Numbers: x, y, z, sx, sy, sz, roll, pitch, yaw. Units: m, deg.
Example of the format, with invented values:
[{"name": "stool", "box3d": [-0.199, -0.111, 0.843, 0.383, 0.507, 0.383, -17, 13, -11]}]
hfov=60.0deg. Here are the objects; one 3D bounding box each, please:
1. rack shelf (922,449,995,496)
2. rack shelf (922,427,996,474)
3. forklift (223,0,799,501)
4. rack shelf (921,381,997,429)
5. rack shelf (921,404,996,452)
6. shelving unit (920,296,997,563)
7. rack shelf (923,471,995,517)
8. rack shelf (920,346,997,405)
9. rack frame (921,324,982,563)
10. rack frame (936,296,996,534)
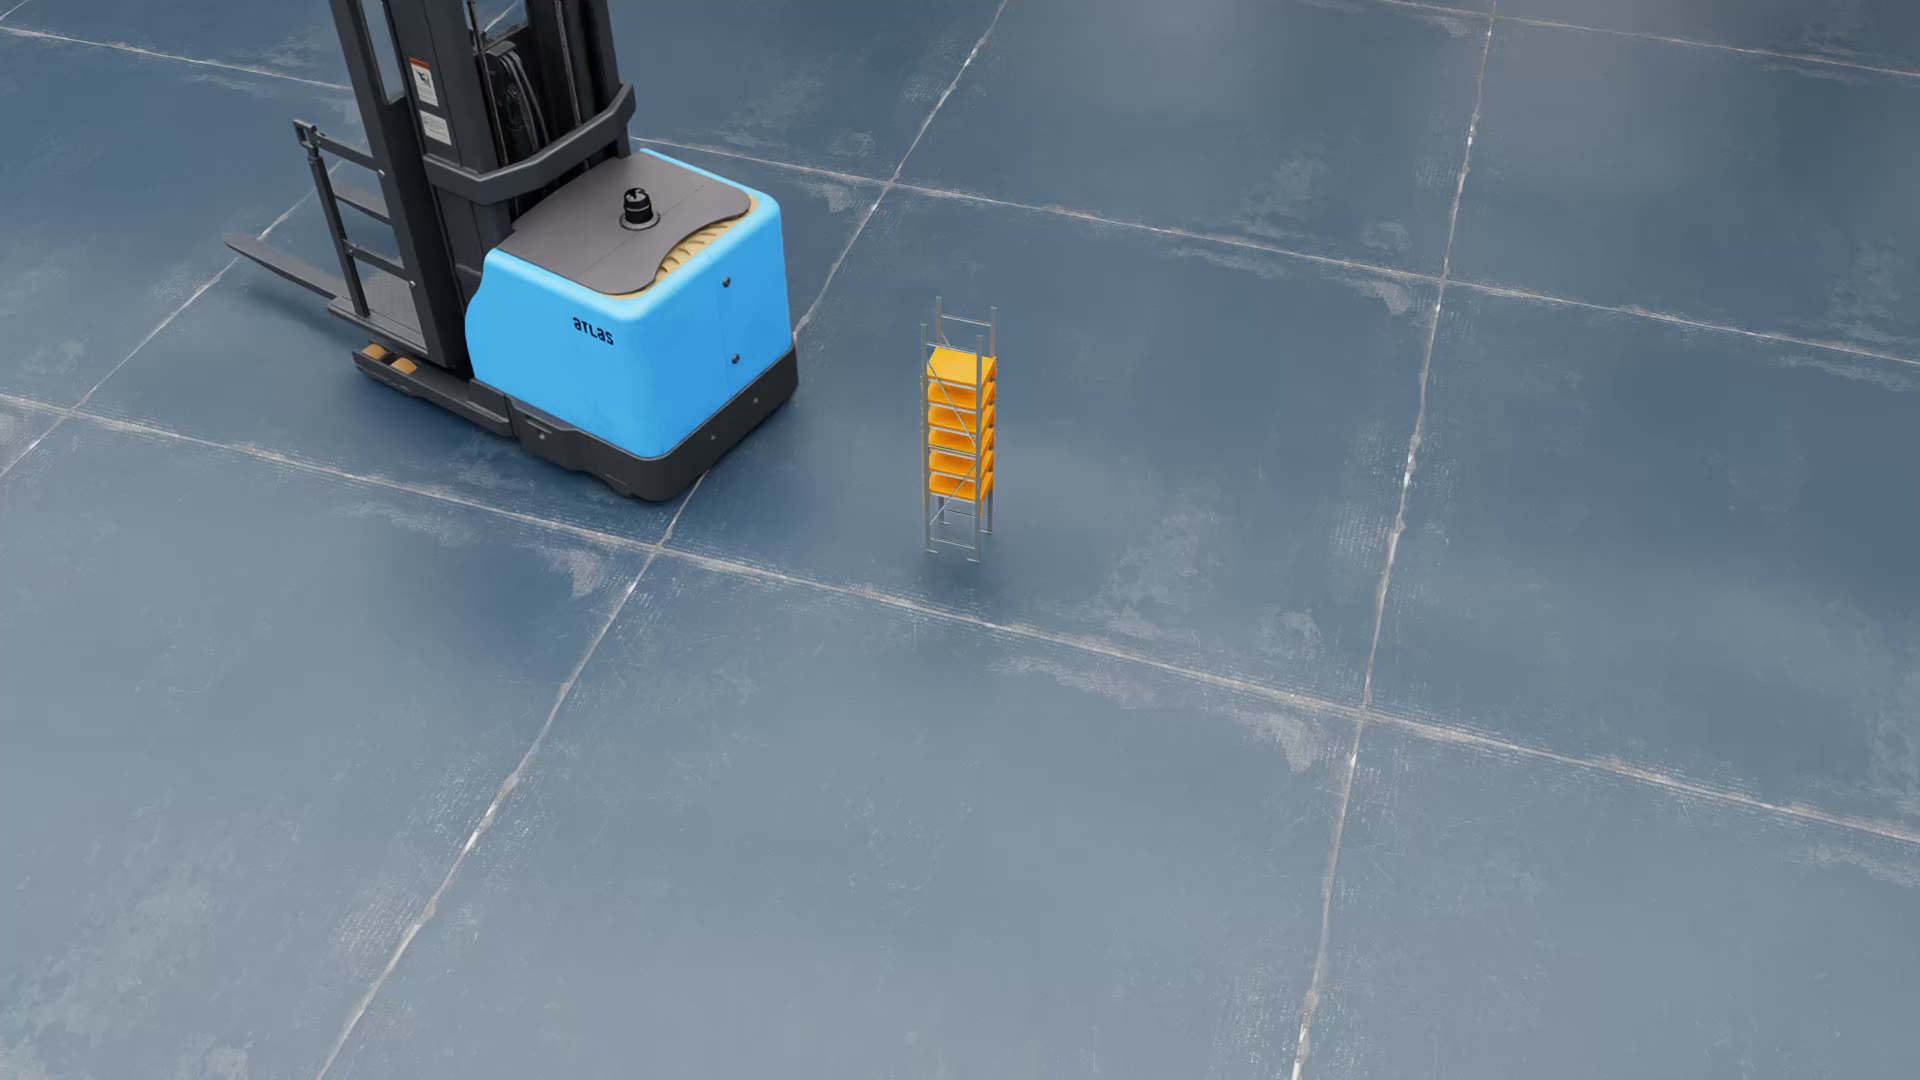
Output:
[{"name": "rack shelf", "box3d": [-0.004, -0.302, 6.834, 0.258, 0.103, 0.180, 13, 46, 12]}, {"name": "rack shelf", "box3d": [-0.004, -0.387, 6.751, 0.258, 0.103, 0.180, 13, 46, 12]}, {"name": "forklift", "box3d": [-2.270, -2.023, 7.120, 3.031, 2.935, 1.130, 25, 49, 23]}, {"name": "rack shelf", "box3d": [-0.004, -0.559, 6.583, 0.258, 0.103, 0.180, 13, 46, 12]}, {"name": "rack shelf", "box3d": [-0.004, -0.473, 6.667, 0.258, 0.103, 0.180, 13, 46, 12]}, {"name": "shelving unit", "box3d": [-0.004, -0.419, 6.719, 0.258, 1.200, 0.189, 13, 46, 12]}, {"name": "rack shelf", "box3d": [-0.004, -0.216, 6.918, 0.258, 0.103, 0.180, 13, 46, 12]}, {"name": "rack shelf", "box3d": [-0.004, -0.645, 6.499, 0.258, 0.103, 0.180, 13, 46, 12]}, {"name": "rack frame", "box3d": [-0.032, -0.358, 6.657, 0.240, 1.200, 0.006, 13, 46, 12]}, {"name": "rack frame", "box3d": [0.023, -0.480, 6.782, 0.240, 1.200, 0.006, 13, 46, 12]}]
